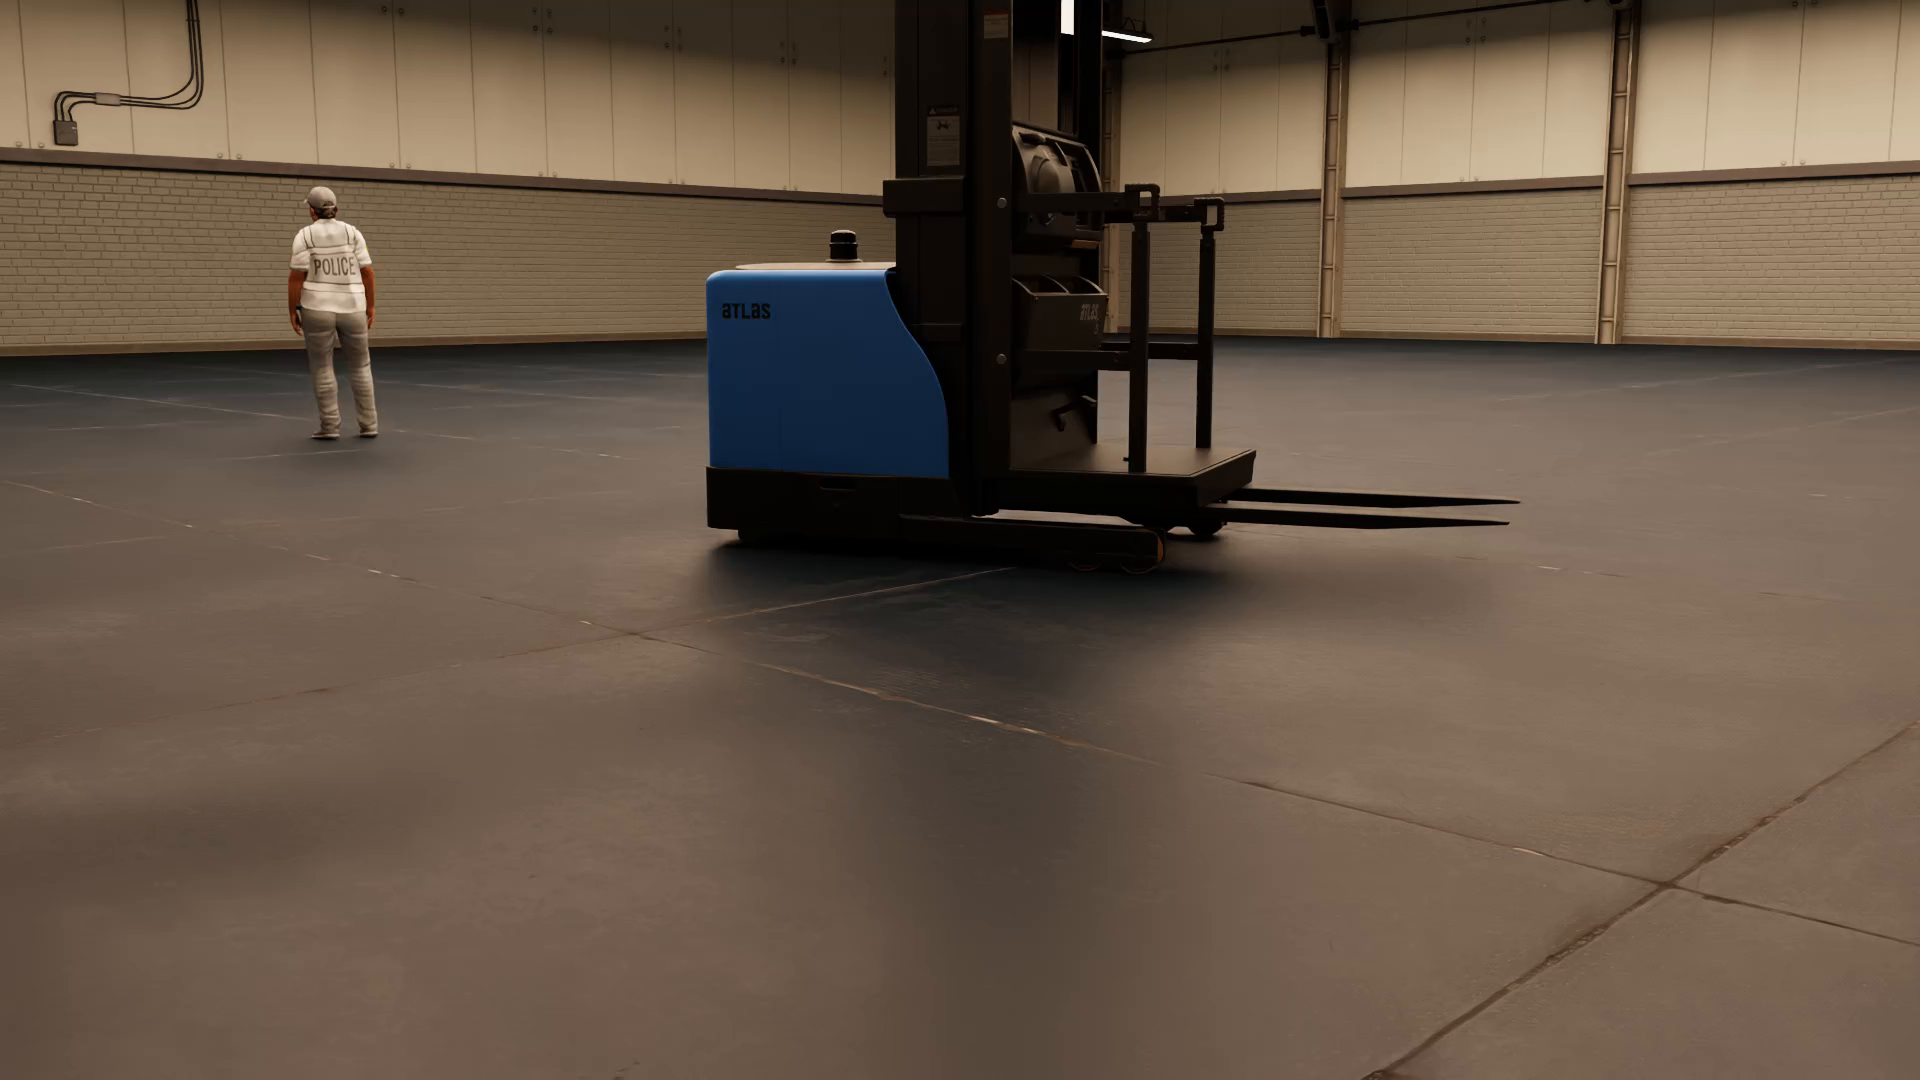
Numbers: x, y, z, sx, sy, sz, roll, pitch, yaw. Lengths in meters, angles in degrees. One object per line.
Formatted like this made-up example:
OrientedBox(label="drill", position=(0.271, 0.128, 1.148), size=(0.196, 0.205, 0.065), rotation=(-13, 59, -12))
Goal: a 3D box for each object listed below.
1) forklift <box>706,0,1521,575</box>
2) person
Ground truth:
OrientedBox(label="forklift", position=(0.565, -1.416, 6.275), size=(3.031, 2.935, 1.130), rotation=(3, 9, 22))
OrientedBox(label="person", position=(-4.218, -1.515, 11.176), size=(0.577, 1.678, 0.508), rotation=(-5, 10, -31))
